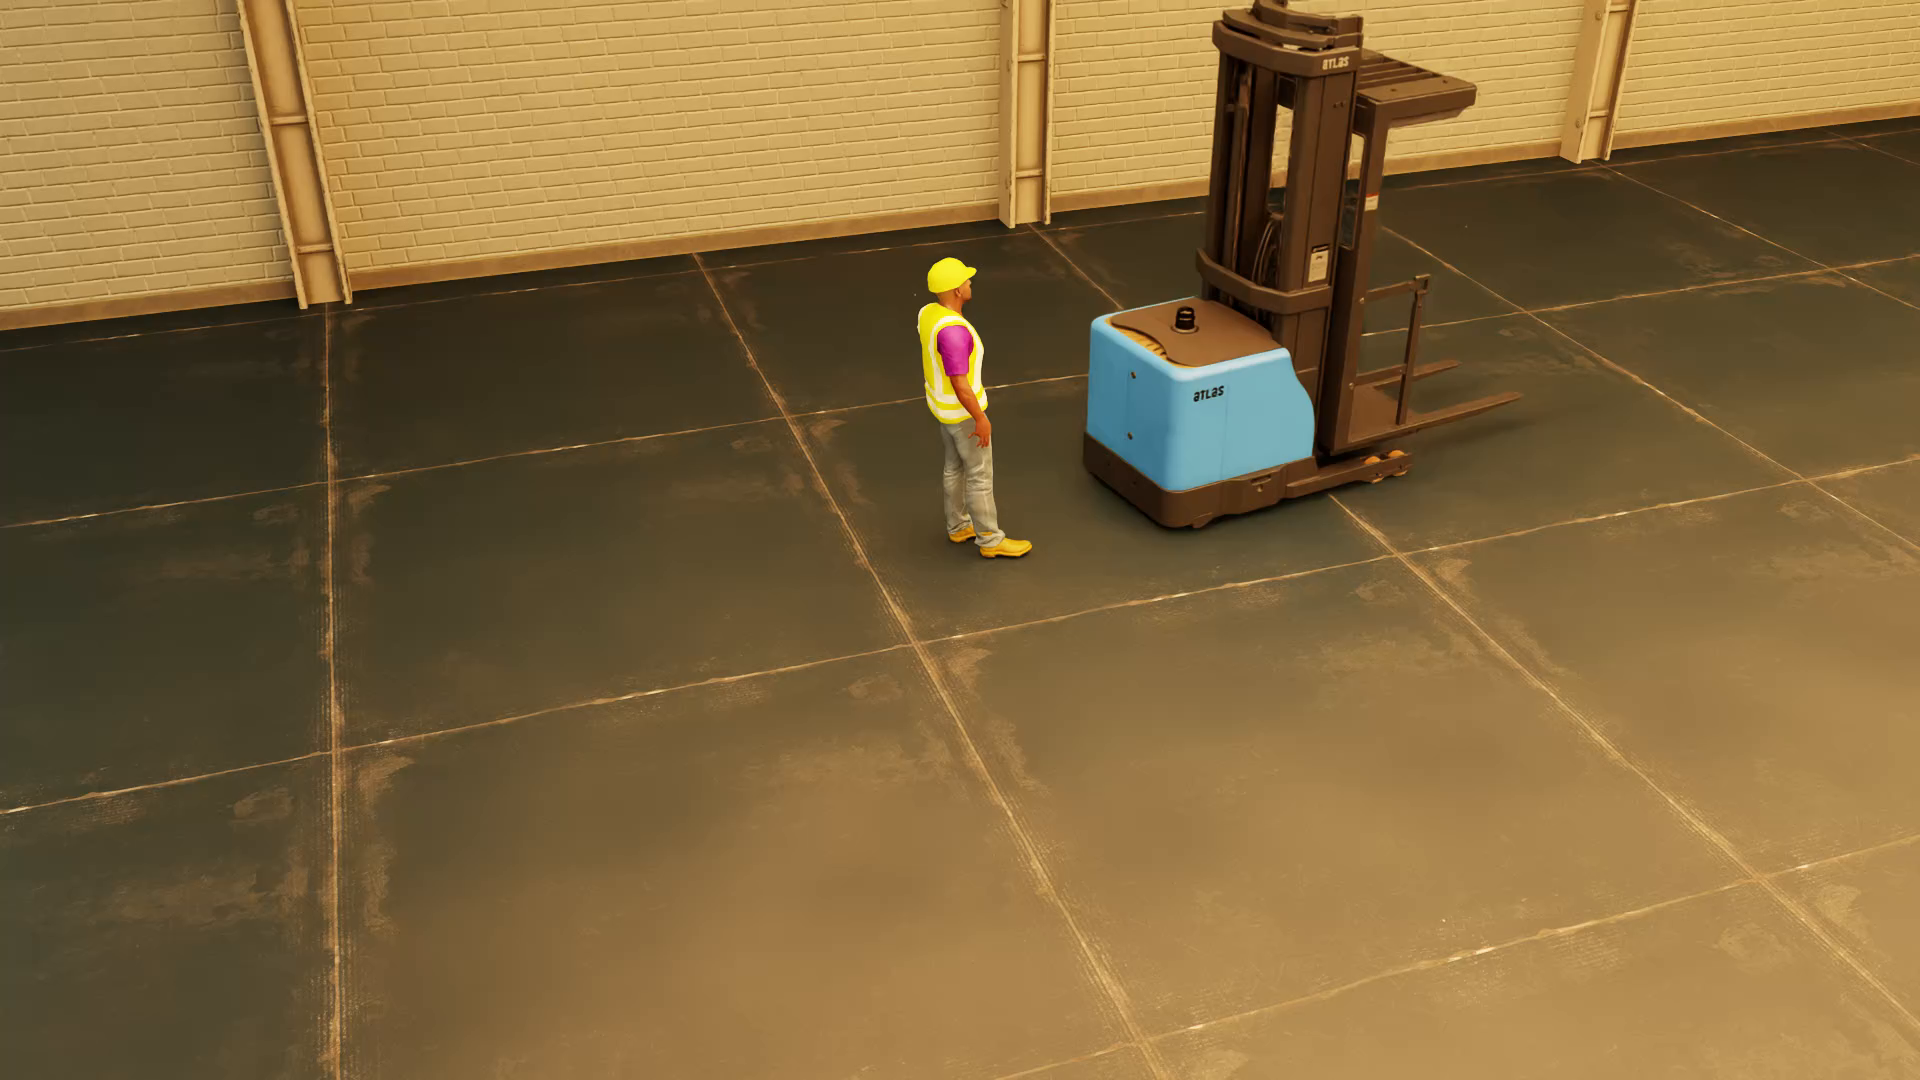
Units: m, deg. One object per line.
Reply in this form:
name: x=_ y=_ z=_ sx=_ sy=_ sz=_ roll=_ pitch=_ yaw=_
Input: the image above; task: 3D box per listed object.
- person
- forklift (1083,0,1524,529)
person: x=0.068 y=-0.780 z=9.597 sx=0.575 sy=1.768 sz=0.666 roll=-10 pitch=31 yaw=-16
forklift: x=2.338 y=-1.852 z=10.305 sx=3.031 sy=2.935 sz=1.130 roll=-15 pitch=33 yaw=-24
